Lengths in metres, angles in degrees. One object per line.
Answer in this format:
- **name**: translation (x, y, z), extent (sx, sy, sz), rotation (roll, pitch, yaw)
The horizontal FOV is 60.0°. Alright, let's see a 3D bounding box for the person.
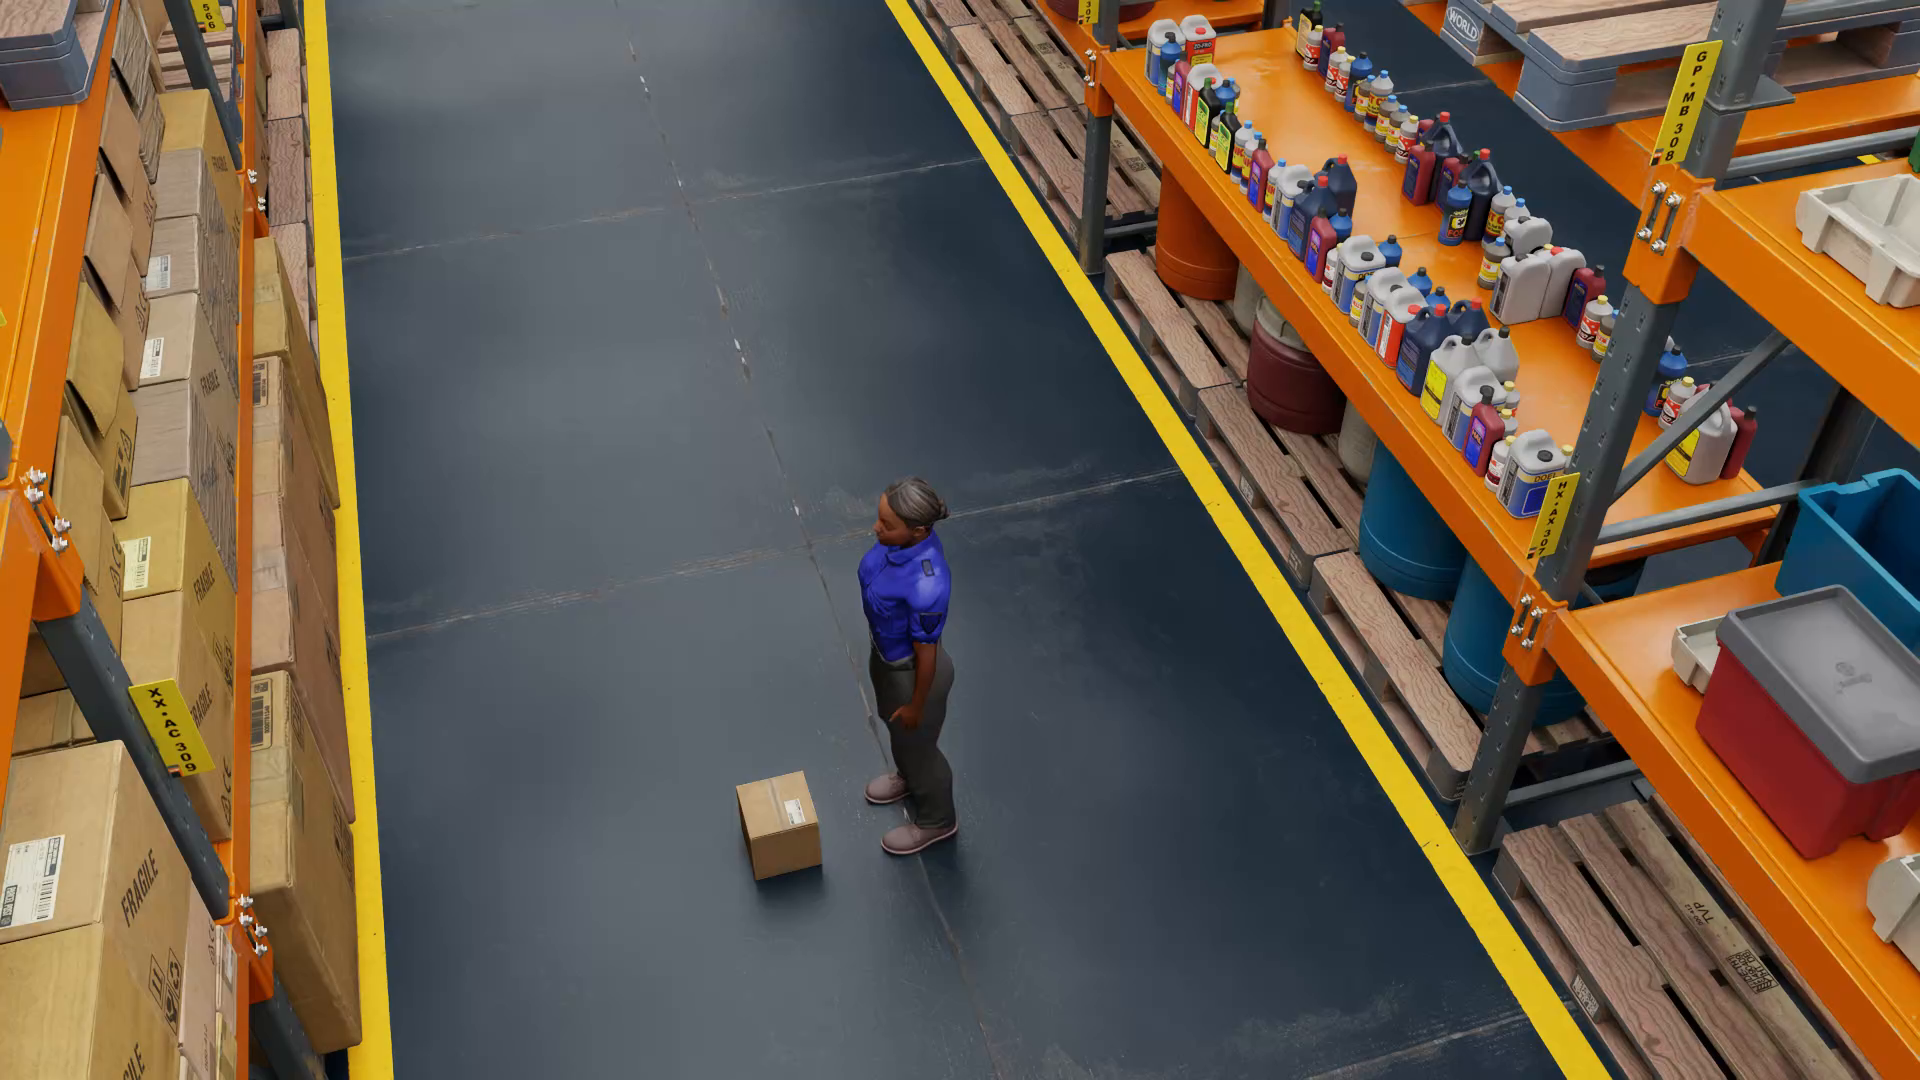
- **person**: translation (-0.177, 0.433, 5.694), extent (0.305, 1.658, 0.435), rotation (-11, 44, -12)
